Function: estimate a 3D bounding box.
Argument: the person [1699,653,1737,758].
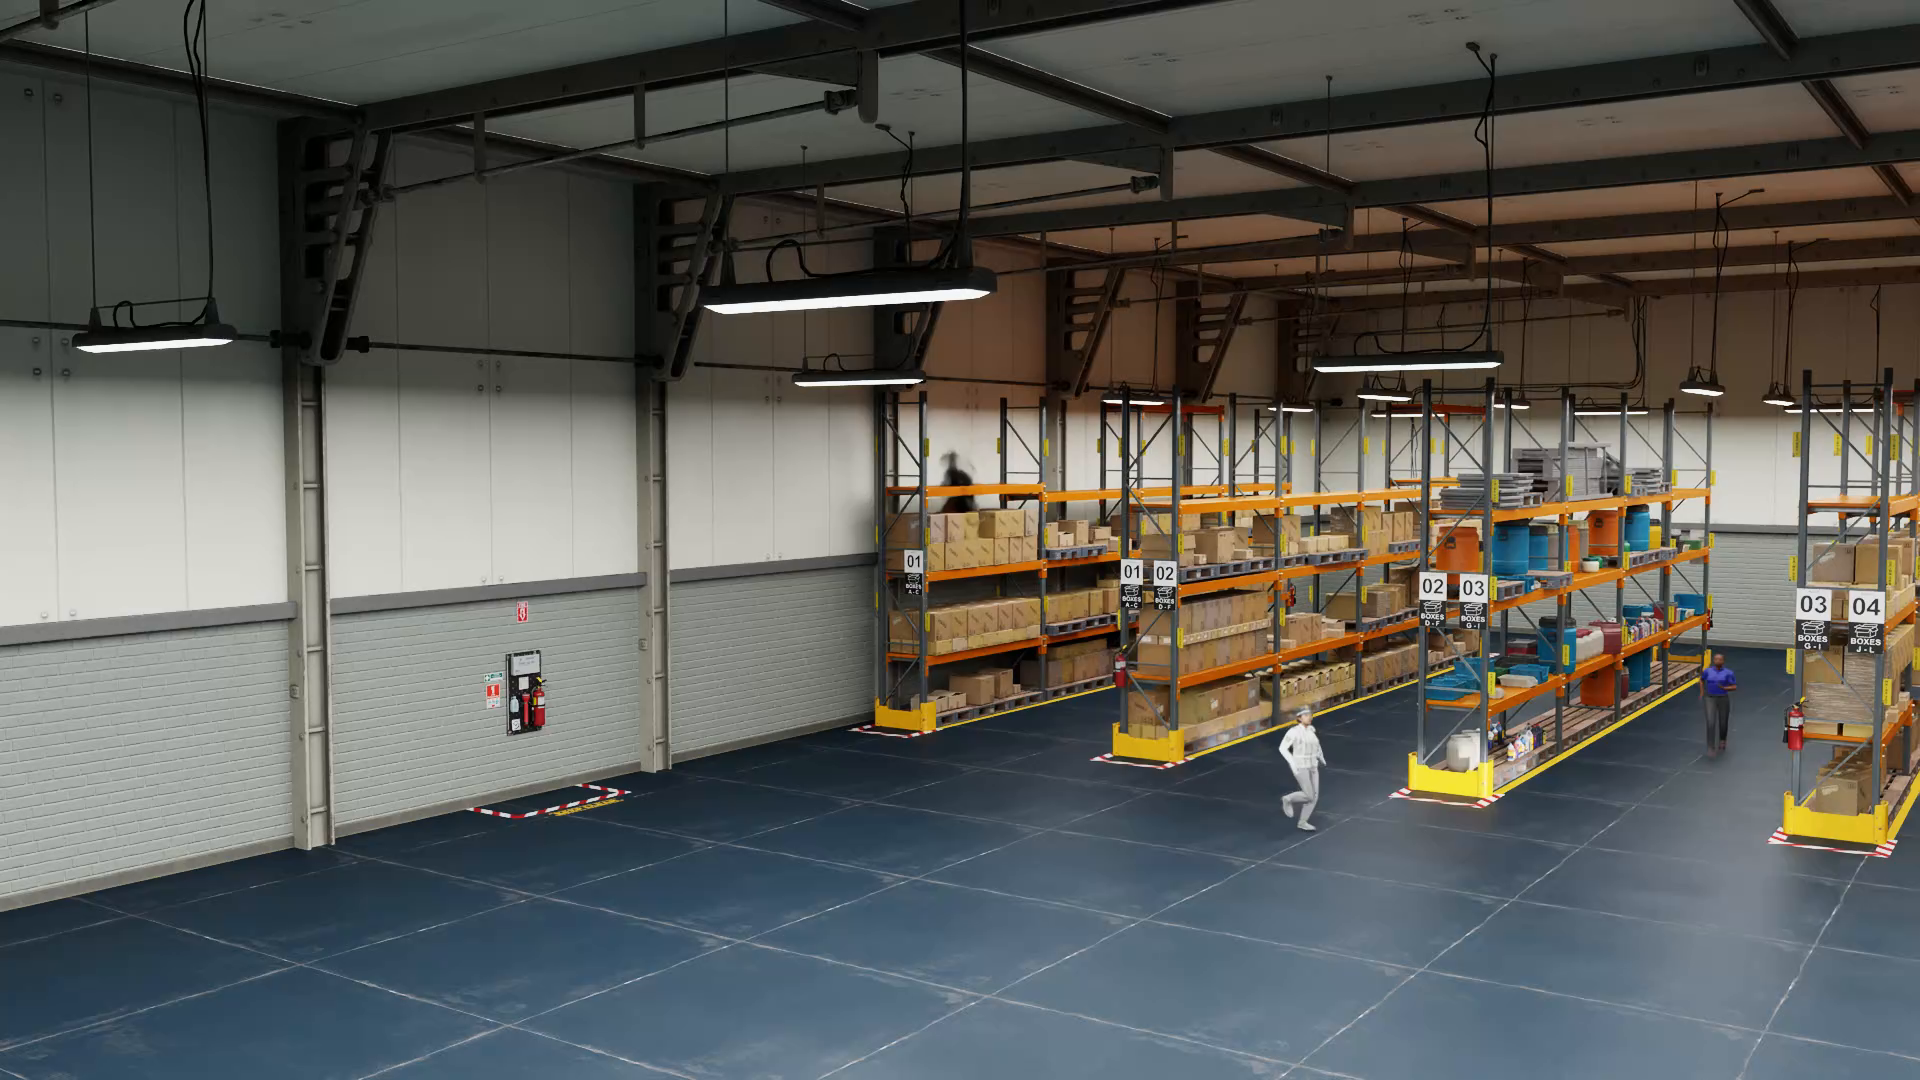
[{"bbox_3d":[12.304,2.654,27.014,0.572,1.654,0.916,2,4,26],"label":"person"}]

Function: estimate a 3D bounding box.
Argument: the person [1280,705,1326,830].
[{"bbox_3d":[4.521,2.973,21.825,0.631,1.646,0.544,-2,4,-31],"label":"person"}]
